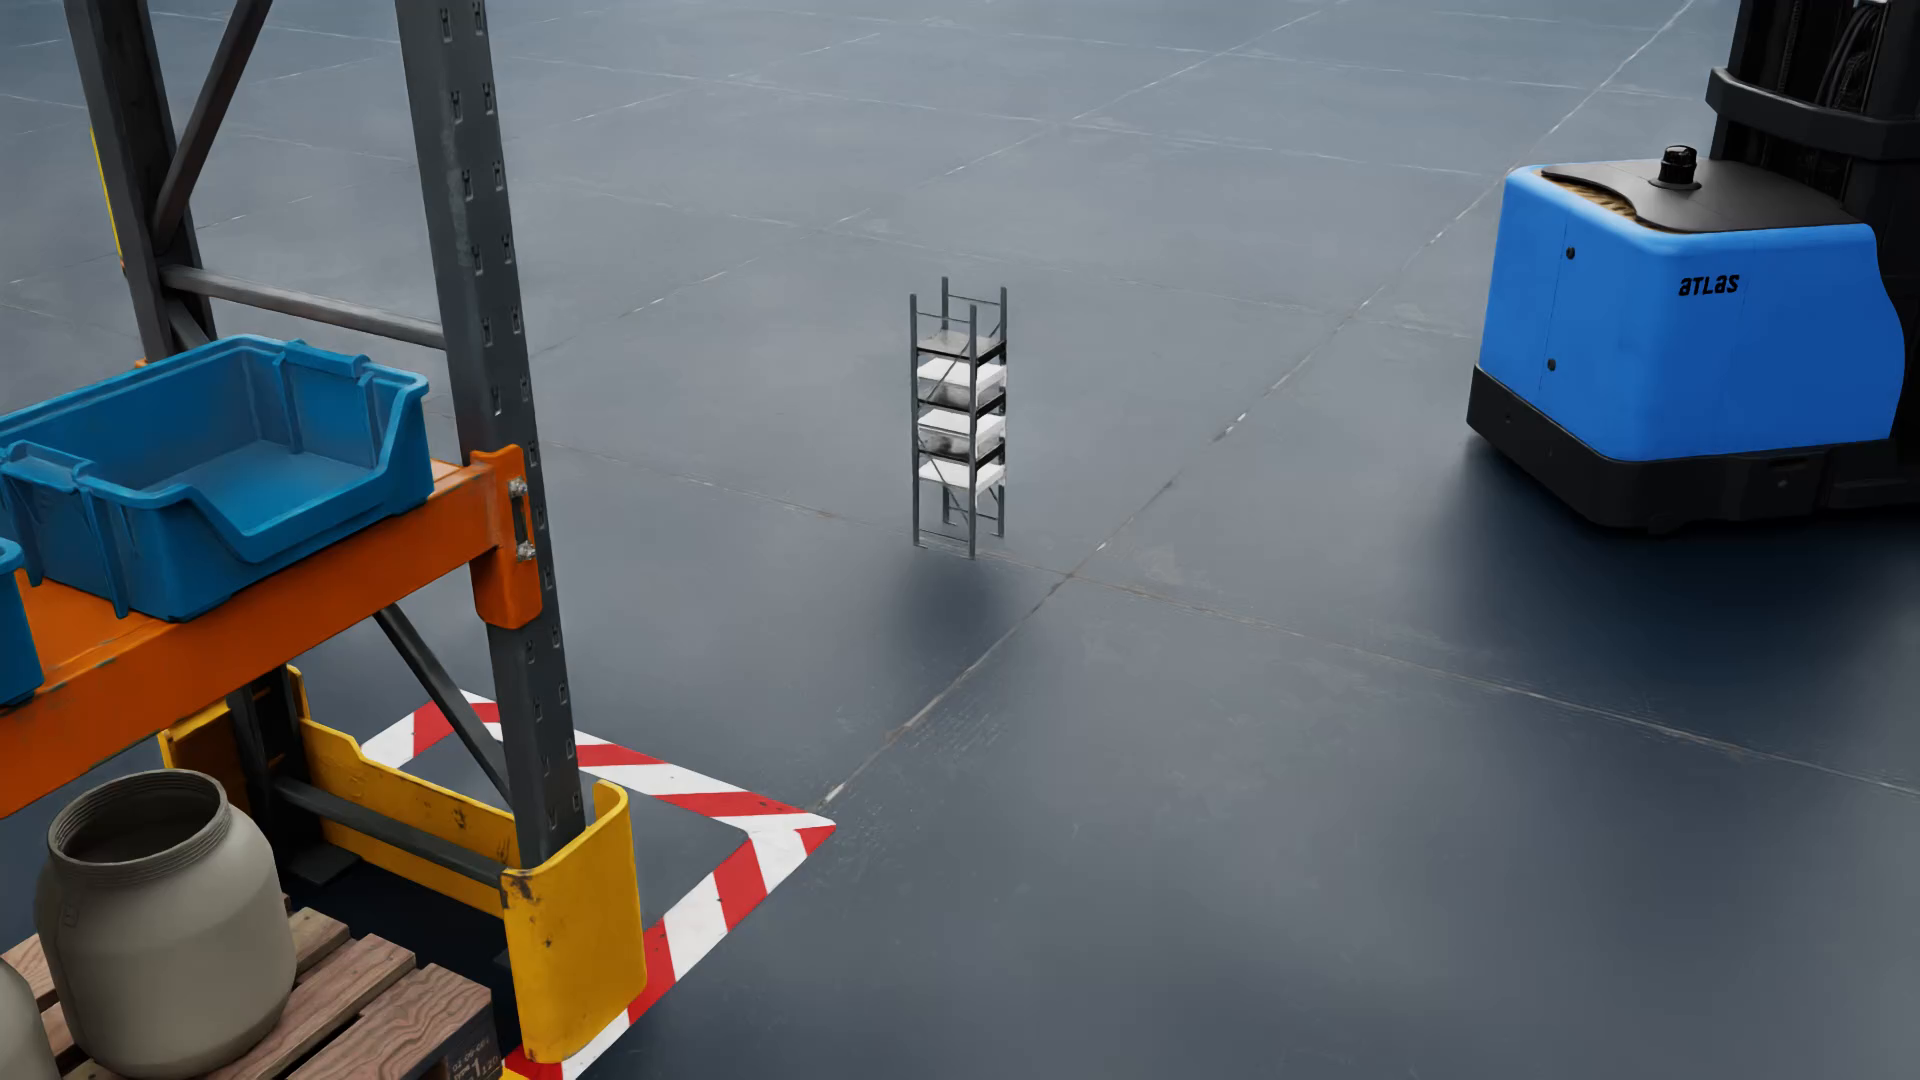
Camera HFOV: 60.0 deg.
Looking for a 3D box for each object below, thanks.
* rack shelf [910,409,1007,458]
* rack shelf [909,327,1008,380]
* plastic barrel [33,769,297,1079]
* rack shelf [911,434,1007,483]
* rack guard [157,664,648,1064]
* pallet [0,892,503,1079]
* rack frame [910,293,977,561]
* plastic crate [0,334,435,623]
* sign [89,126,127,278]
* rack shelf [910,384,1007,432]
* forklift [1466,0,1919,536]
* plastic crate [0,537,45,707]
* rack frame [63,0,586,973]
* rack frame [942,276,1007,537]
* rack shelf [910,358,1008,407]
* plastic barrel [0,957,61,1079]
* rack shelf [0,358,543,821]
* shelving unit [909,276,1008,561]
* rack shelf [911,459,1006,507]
[{"bbox_3d":[-0.004,-0.369,5.557,0.258,0.077,0.200,14,30,26],"label":"rack shelf"},{"bbox_3d":[-0.004,-0.611,5.436,0.258,0.077,0.200,14,30,26],"label":"rack shelf"},{"bbox_3d":[-1.536,0.744,3.223,0.421,0.512,0.421,0,27,0],"label":"plastic barrel"},{"bbox_3d":[-0.004,-0.289,5.597,0.258,0.077,0.200,14,30,26],"label":"rack shelf"},{"bbox_3d":[-1.276,0.704,3.786,1.175,0.500,0.348,14,30,26],"label":"rack guard"},{"bbox_3d":[-1.680,1.148,3.220,1.003,0.211,1.213,14,30,26],"label":"pallet"},{"bbox_3d":[-0.054,-0.360,5.463,0.240,0.900,0.006,14,30,26],"label":"rack frame"},{"bbox_3d":[-1.265,-0.127,2.818,0.499,0.251,0.616,14,30,26],"label":"plastic crate"},{"bbox_3d":[-1.756,-0.701,3.489,0.100,0.325,0.005,14,30,26],"label":"sign"},{"bbox_3d":[-0.004,-0.450,5.517,0.258,0.077,0.200,14,30,26],"label":"rack shelf"},{"bbox_3d":[3.551,-1.648,5.769,3.031,2.935,1.130,-5,27,-11],"label":"forklift"},{"bbox_3d":[-1.589,0.125,2.315,0.499,0.251,0.408,14,30,26],"label":"plastic crate"},{"bbox_3d":[-1.279,-0.454,3.306,1.000,3.000,0.127,14,30,26],"label":"rack frame"},{"bbox_3d":[0.046,-0.439,5.621,0.240,0.900,0.006,14,30,26],"label":"rack frame"},{"bbox_3d":[-0.004,-0.530,5.477,0.258,0.077,0.200,14,30,26],"label":"rack shelf"},{"bbox_3d":[-1.783,0.939,2.833,0.421,0.512,0.421,0,27,0],"label":"plastic barrel"},{"bbox_3d":[-2.263,0.647,1.910,1.077,0.370,4.000,14,30,26],"label":"rack shelf"},{"bbox_3d":[-0.004,-0.399,5.542,0.258,0.900,0.210,14,30,26],"label":"shelving unit"},{"bbox_3d":[-0.004,-0.208,5.638,0.258,0.077,0.200,14,30,26],"label":"rack shelf"}]
